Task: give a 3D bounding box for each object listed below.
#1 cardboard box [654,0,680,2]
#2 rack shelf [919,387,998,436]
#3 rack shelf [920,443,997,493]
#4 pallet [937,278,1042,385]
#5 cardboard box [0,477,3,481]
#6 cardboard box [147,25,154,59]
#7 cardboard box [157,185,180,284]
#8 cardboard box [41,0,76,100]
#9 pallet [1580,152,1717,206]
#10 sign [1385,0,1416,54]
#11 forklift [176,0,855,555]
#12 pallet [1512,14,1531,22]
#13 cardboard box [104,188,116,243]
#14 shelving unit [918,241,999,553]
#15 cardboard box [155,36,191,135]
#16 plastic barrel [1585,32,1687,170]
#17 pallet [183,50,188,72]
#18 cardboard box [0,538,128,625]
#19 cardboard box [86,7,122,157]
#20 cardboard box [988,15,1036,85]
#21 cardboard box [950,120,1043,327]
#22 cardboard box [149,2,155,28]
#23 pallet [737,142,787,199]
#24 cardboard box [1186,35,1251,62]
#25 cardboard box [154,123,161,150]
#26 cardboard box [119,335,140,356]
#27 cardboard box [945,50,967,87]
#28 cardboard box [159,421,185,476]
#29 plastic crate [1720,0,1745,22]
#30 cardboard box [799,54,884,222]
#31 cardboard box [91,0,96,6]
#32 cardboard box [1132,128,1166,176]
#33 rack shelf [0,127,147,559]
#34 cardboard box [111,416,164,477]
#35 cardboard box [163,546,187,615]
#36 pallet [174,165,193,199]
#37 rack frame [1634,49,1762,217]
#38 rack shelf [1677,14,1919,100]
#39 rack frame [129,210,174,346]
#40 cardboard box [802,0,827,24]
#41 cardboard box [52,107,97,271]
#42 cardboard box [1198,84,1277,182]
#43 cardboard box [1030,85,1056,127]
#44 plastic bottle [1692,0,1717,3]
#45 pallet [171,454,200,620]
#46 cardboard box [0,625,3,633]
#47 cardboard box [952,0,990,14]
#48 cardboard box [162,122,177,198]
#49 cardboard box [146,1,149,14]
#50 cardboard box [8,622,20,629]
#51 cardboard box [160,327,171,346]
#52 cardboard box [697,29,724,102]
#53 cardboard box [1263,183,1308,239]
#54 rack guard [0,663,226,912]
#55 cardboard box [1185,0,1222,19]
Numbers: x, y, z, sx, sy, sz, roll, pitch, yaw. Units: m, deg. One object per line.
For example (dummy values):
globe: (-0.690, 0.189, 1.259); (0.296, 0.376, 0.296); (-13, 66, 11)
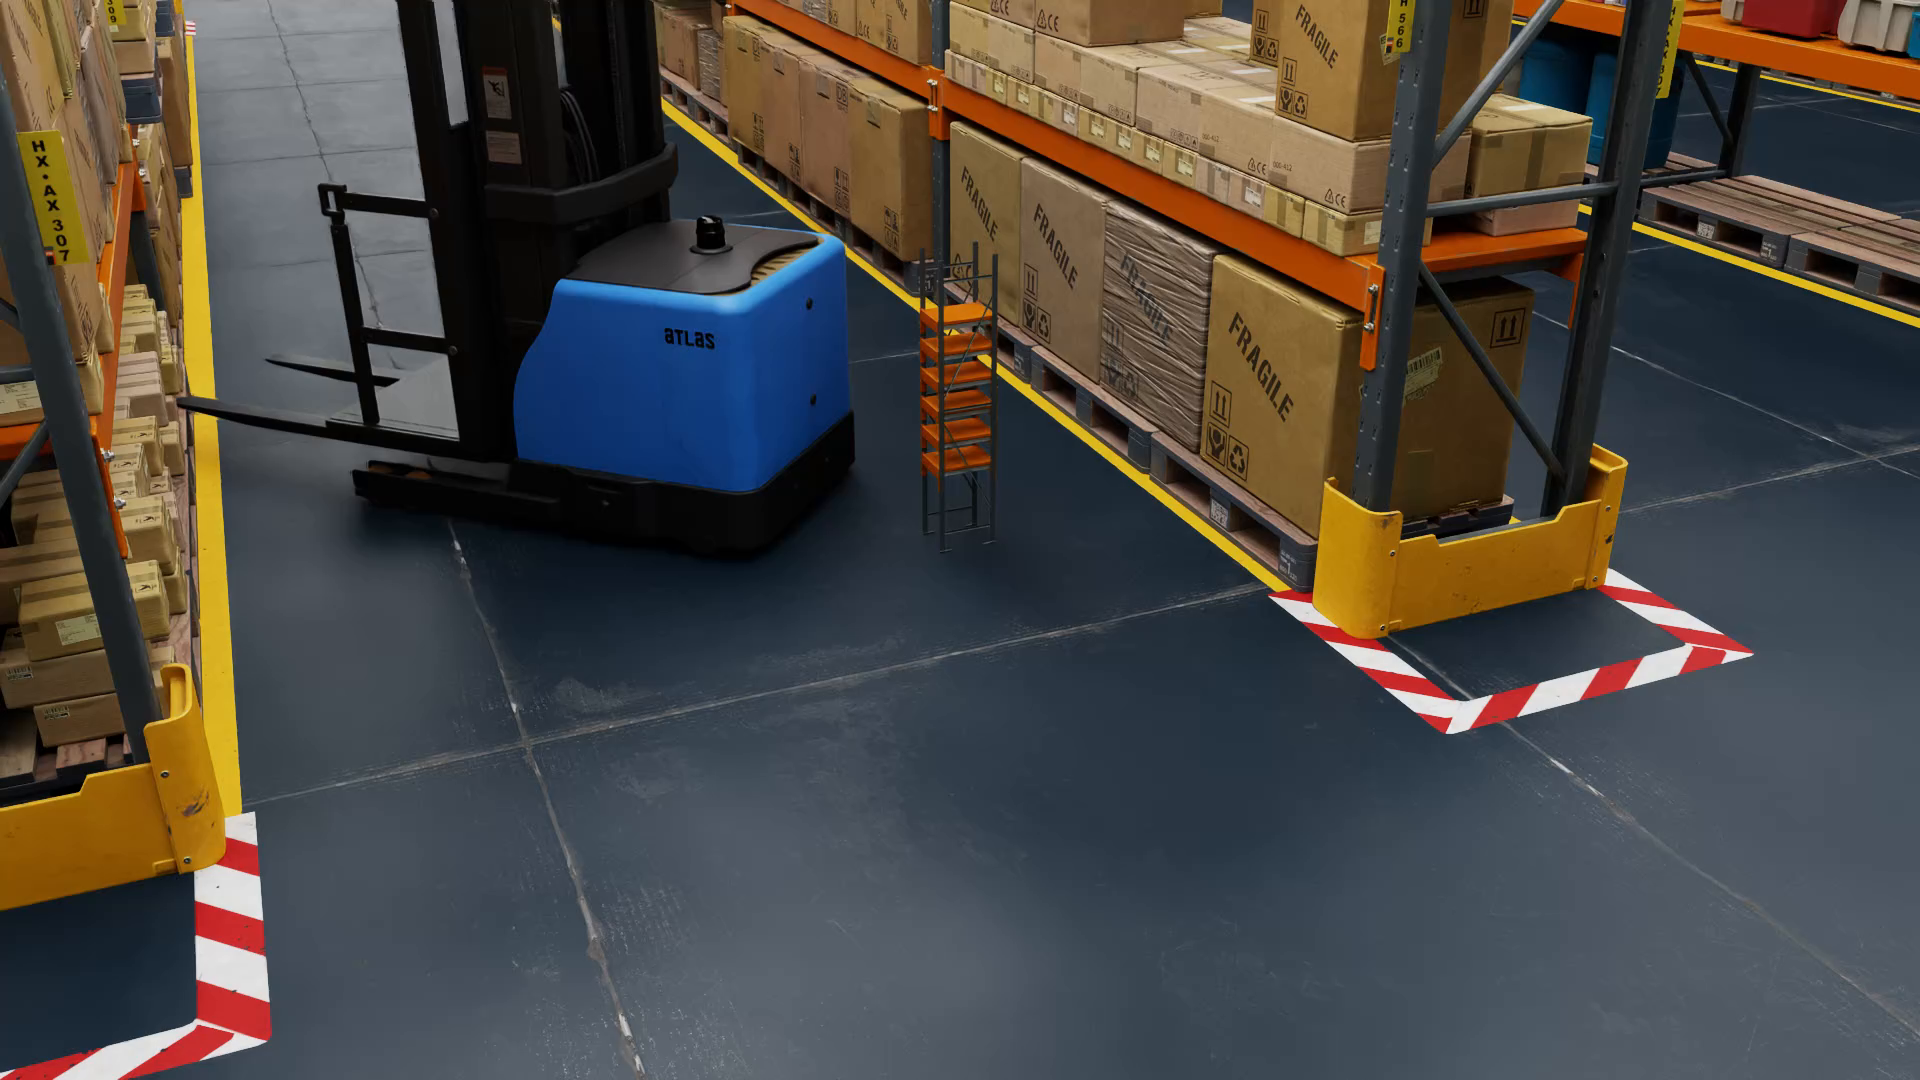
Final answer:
cardboard box: (-2.581, -4.825, 15.561); (0.700, 0.500, 0.500); (-13, 29, -25)
rack shelf: (-0.006, -0.505, 6.518); (0.258, 0.103, 0.180); (-11, 28, -21)
rack shelf: (-0.006, -0.289, 6.624); (0.258, 0.103, 0.180); (-11, 28, -21)
pallet: (0.558, -1.199, 8.965); (1.003, 0.211, 1.213); (-11, 28, -21)
cardboard box: (-3.610, -0.225, 5.885); (0.380, 0.149, 0.250); (-12, 28, -22)
cardboard box: (-4.117, -2.386, 8.025); (0.380, 0.149, 0.250); (-10, 28, -20)
cardboard box: (-4.526, -1.584, 8.945); (0.500, 0.500, 0.500); (-9, 28, -18)
cardboard box: (-3.023, -1.617, 5.051); (0.500, 0.500, 0.500); (-11, 28, -22)
pallet: (4.625, -2.689, 12.017); (1.003, 0.211, 1.213); (-11, 28, -21)
sign: (1.393, -1.697, 5.217); (0.100, 0.325, 0.005); (-11, 28, -21)
forklift: (-2.033, -1.647, 6.782); (3.031, 2.935, 1.130); (9, 27, 18)
pallet: (6.640, -6.159, 19.124); (1.003, 0.211, 1.213); (-11, 28, -21)
cardboard box: (-3.266, -1.154, 5.982); (0.380, 0.149, 0.250); (-10, 28, -20)
shelving unit: (-0.006, -0.545, 6.499); (0.258, 1.200, 0.189); (-11, 28, -21)
cardboard box: (-6.339, -3.367, 12.313); (1.050, 0.750, 0.750); (-10, 28, -20)
plastic barrel: (4.692, -3.092, 11.577); (0.600, 0.901, 0.708); (-11, 28, -21)
pallet: (-7.630, -4.258, 15.230); (1.003, 0.211, 1.213); (-11, 28, -21)
cardboard box: (-2.816, 0.118, 5.182); (0.380, 0.149, 0.250); (-10, 28, -20)
cardboard box: (-3.620, -1.783, 6.530); (0.500, 0.500, 0.500); (-11, 28, -22)
cardboard box: (0.465, -2.402, 8.084); (0.500, 0.250, 0.500); (-11, 28, -21)
cardboard box: (0.517, -1.726, 8.810); (0.875, 0.875, 0.875); (-11, 28, -21)
cardboard box: (-4.519, -2.801, 8.876); (0.380, 0.149, 0.250); (-11, 28, -22)
pallet: (-0.995, -2.803, 12.250); (1.003, 0.211, 1.213); (-11, 28, -21)
cardboard box: (1.346, -2.086, 7.436); (0.500, 0.250, 0.500); (-11, 28, -22)
cardboard box: (-4.937, -2.337, 9.634); (0.500, 0.250, 0.500); (-10, 28, -19)
cardboard box: (-3.622, -0.723, 6.905); (0.380, 0.149, 0.250); (-10, 28, -19)
cardboard box: (0.142, -2.483, 8.703); (0.380, 0.149, 0.250); (-11, 28, -20)
cardboard box: (-3.399, -0.351, 6.821); (0.380, 0.149, 0.250); (-11, 28, -21)
plastic crate: (4.940, -3.320, 10.362); (0.396, 0.136, 0.243); (-11, 28, -21)
cardboard box: (-0.288, -2.622, 10.644); (1.225, 0.875, 0.875); (-12, 28, -22)
cardboard box: (-3.839, -2.446, 6.748); (0.500, 0.500, 0.500); (-12, 28, -22)
cardboard box: (0.952, -1.649, 6.994); (0.380, 0.149, 0.250); (-10, 28, -20)
rack shelf: (-3.488, -0.830, 5.852); (1.077, 0.370, 4.000); (-11, 28, -21)
cardboard box: (-3.131, -0.319, 6.077); (0.380, 0.149, 0.250); (-10, 28, -20)
cardboard box: (-2.896, 0.167, 5.760); (0.380, 0.149, 0.250); (-10, 28, -20)
pallet: (-6.078, -2.654, 11.945); (1.003, 0.211, 1.213); (-11, 28, -21)
rack frame: (4.889, -3.624, 10.753); (1.000, 3.000, 0.127); (-11, 28, -21)
rack shelf: (5.672, -2.493, 9.257); (1.077, 0.370, 4.000); (-11, 28, -21)
rack frame: (-4.272, -1.961, 7.348); (1.000, 3.000, 0.127); (-11, 28, -21)
cardboard box: (-0.693, -3.573, 10.535); (0.500, 0.500, 0.500); (-10, 28, -20)
cardboard box: (-2.860, -0.965, 4.855); (0.500, 0.500, 0.500); (-11, 28, -20)
cardboard box: (1.266, -1.579, 6.397); (0.500, 0.250, 0.500); (-11, 28, -21)
cardboard box: (0.553, -2.062, 7.840); (0.380, 0.149, 0.250); (-11, 28, -21)
plastic bottle: (5.034, -3.815, 11.202); (0.144, 0.351, 0.185); (-11, 28, -21)
pallet: (-3.494, 0.050, 6.406); (1.003, 0.211, 1.213); (-11, 28, -21)
cardboard box: (-3.430, 0.264, 5.561); (0.380, 0.149, 0.250); (-10, 28, -20)
cardboard box: (0.284, -2.938, 8.327); (0.500, 0.500, 0.500); (-11, 28, -21)
cardboard box: (-5.340, -2.421, 10.659); (0.500, 0.500, 0.500); (-11, 28, -21)
cardboard box: (-4.310, -2.722, 8.375); (0.380, 0.149, 0.250); (-12, 28, -23)
cardboard box: (-2.907, 0.153, 5.450); (0.380, 0.149, 0.250); (-10, 28, -20)
cardboard box: (-3.738, -0.823, 7.448); (0.380, 0.149, 0.250); (-12, 28, -23)
cardboard box: (-1.744, -3.951, 13.770); (0.700, 0.500, 0.500); (-13, 29, -25)
cardboard box: (1.352, -1.237, 6.150); (0.380, 0.149, 0.250); (-10, 28, -20)
rack guard: (-2.735, 0.746, 4.652); (1.175, 0.500, 0.348); (-11, 28, -21)
cardboard box: (0.950, -2.833, 8.111); (0.500, 0.500, 0.500); (-10, 28, -20)
